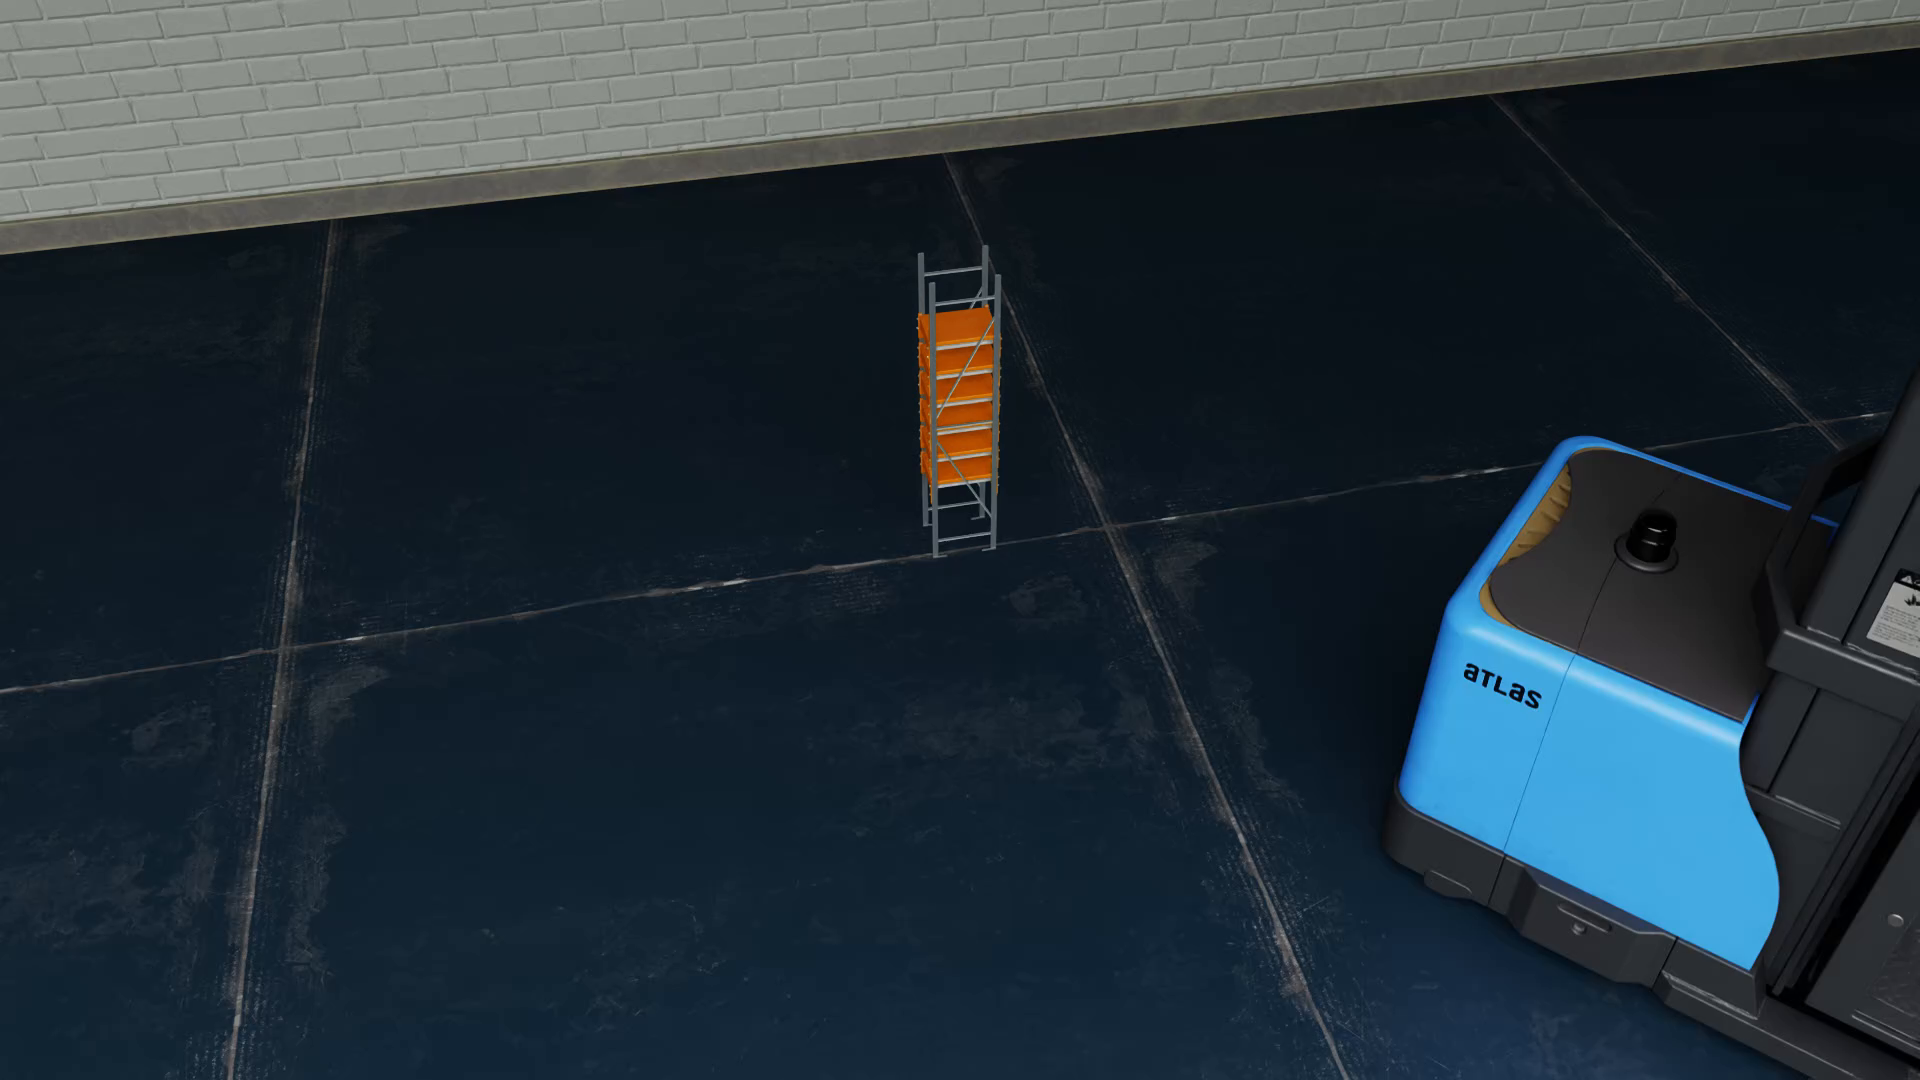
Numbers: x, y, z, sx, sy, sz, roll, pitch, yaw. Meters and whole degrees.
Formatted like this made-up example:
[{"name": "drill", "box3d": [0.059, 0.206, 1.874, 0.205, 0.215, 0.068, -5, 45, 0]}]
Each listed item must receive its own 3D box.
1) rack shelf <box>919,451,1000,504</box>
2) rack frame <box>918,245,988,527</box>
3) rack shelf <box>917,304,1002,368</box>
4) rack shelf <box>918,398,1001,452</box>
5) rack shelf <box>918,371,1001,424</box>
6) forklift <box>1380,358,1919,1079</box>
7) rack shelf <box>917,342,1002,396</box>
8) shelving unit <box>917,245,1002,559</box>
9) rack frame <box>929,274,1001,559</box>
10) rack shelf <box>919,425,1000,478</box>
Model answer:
[{"name": "rack shelf", "box3d": [-0.003, -0.245, 6.051, 0.258, 0.103, 0.180, -8, 42, -9]}, {"name": "rack frame", "box3d": [-0.023, -0.517, 5.929, 0.240, 1.200, 0.006, -8, 42, -9]}, {"name": "rack shelf", "box3d": [-0.003, -0.694, 5.653, 0.258, 0.103, 0.180, -8, 42, -9]}, {"name": "rack shelf", "box3d": [-0.003, -0.425, 5.892, 0.258, 0.103, 0.180, -8, 42, -9]}, {"name": "rack shelf", "box3d": [-0.003, -0.515, 5.812, 0.258, 0.103, 0.180, -8, 42, -9]}, {"name": "forklift", "box3d": [2.789, 0.191, 3.827, 3.031, 2.935, 1.130, 25, 47, 25]}, {"name": "rack shelf", "box3d": [-0.003, -0.604, 5.732, 0.258, 0.103, 0.180, -8, 42, -9]}, {"name": "shelving unit", "box3d": [-0.003, -0.458, 5.862, 0.258, 1.200, 0.189, -8, 42, -9]}, {"name": "rack frame", "box3d": [0.017, -0.399, 5.795, 0.240, 1.200, 0.006, -8, 42, -9]}, {"name": "rack shelf", "box3d": [-0.003, -0.335, 5.971, 0.258, 0.103, 0.180, -8, 42, -9]}]
